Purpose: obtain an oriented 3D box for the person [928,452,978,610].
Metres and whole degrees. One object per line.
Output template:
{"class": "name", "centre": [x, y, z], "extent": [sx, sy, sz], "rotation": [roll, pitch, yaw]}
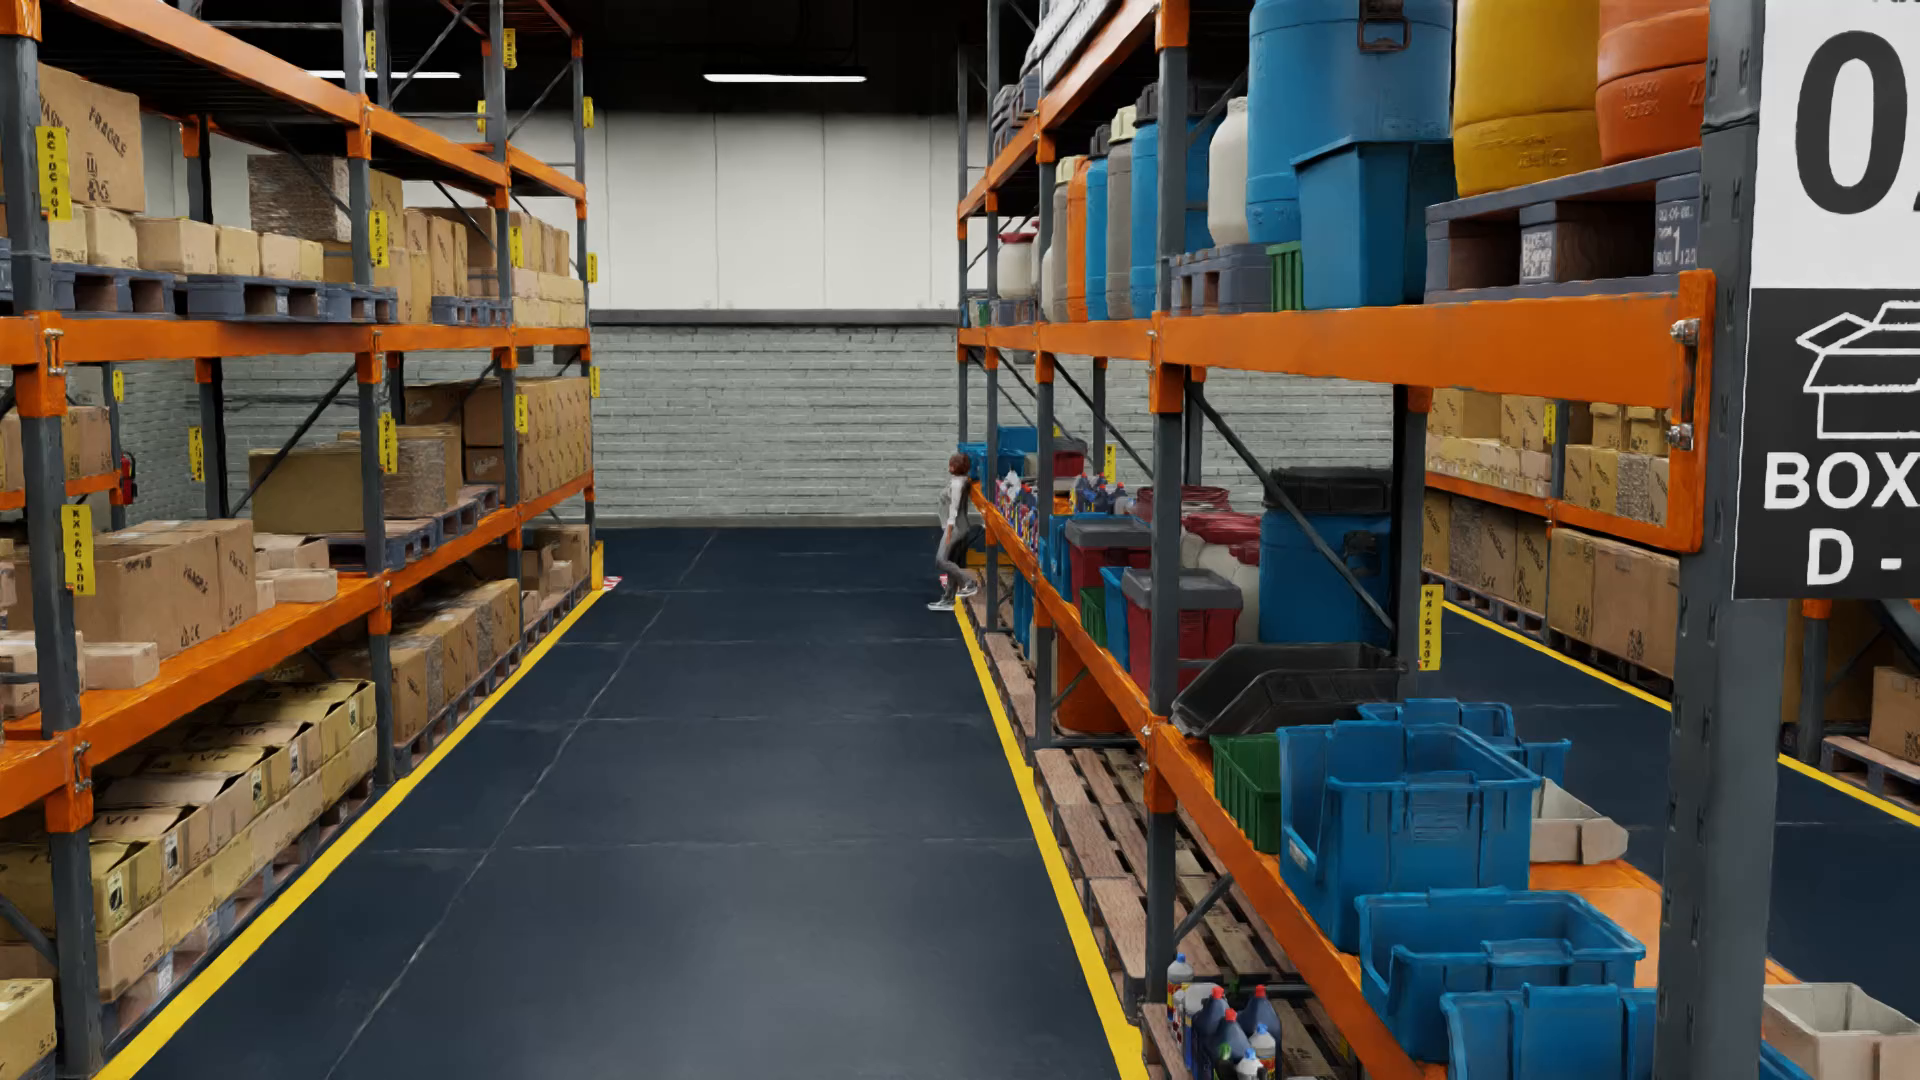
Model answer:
{"class": "person", "centre": [-0.073, -0.080, 16.327], "extent": [0.517, 1.580, 0.601], "rotation": [1, 7, 5]}
